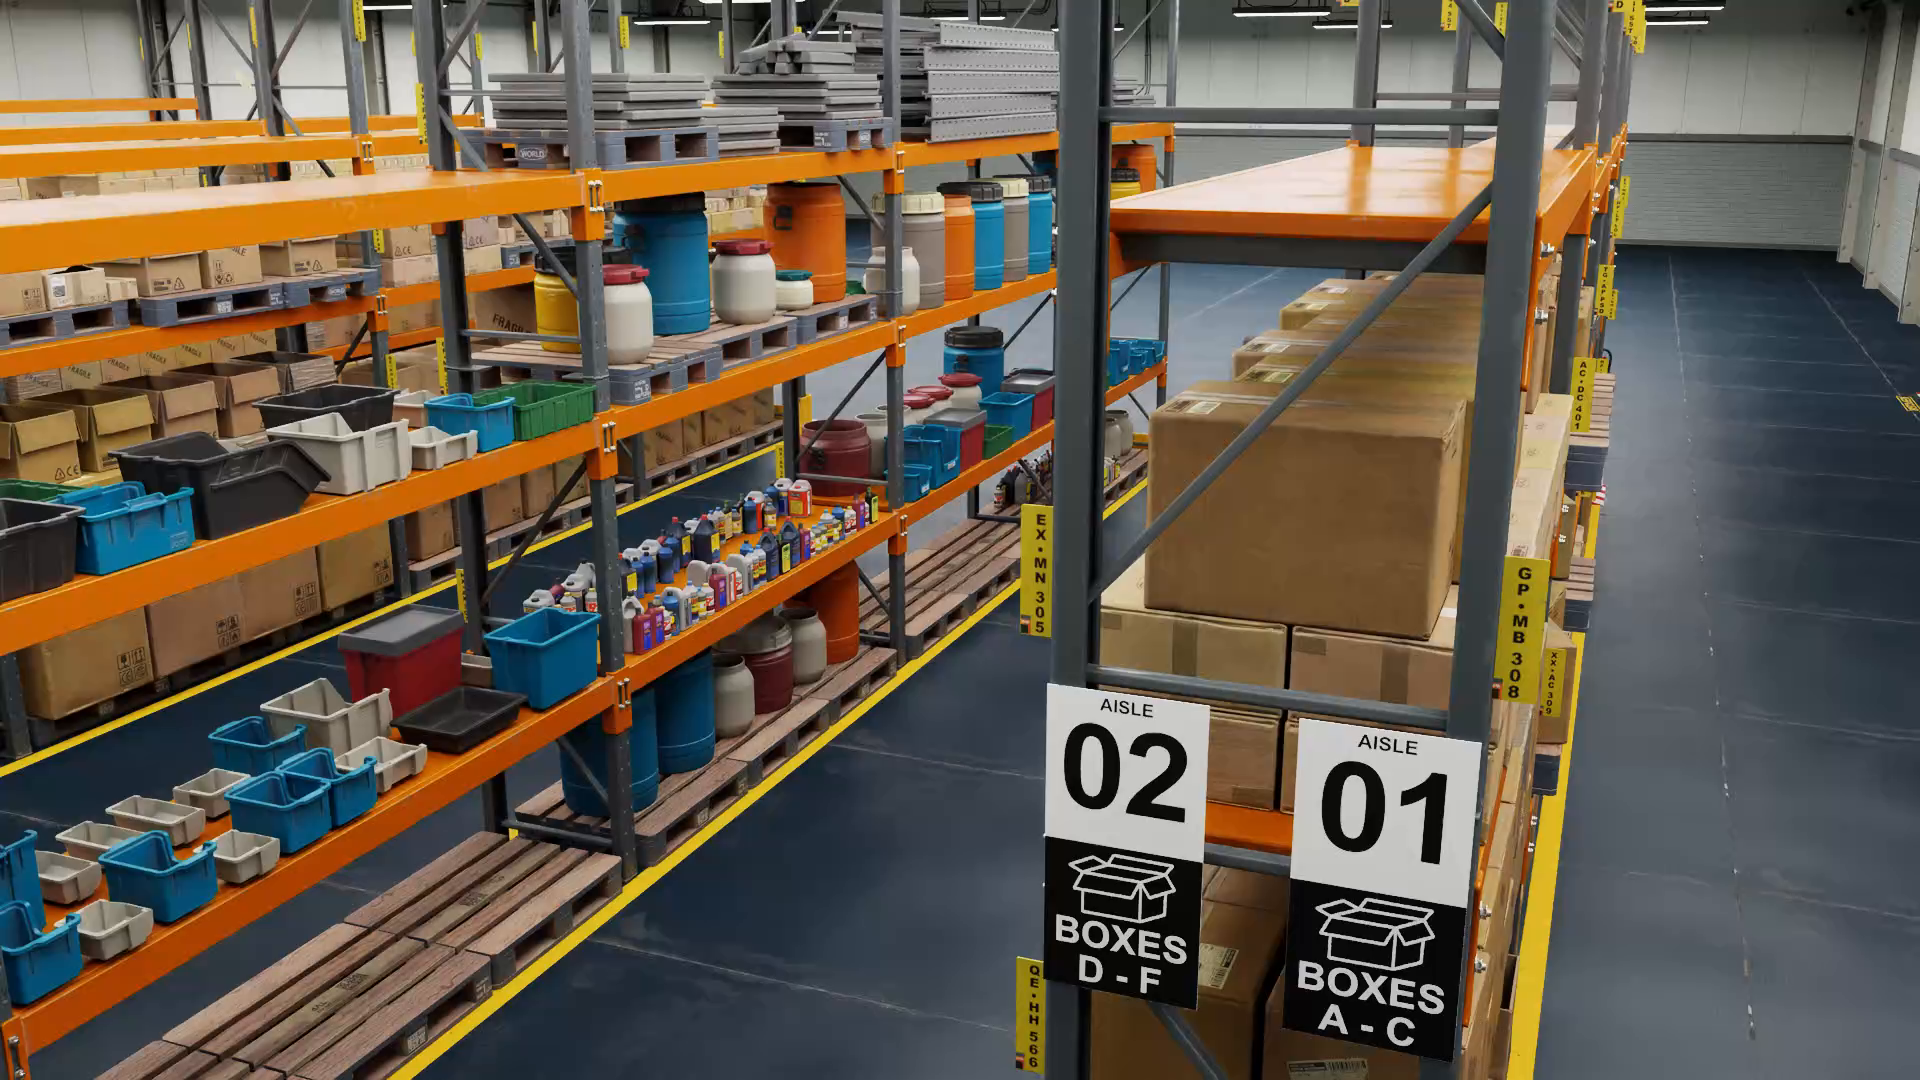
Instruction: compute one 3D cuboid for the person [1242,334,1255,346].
[{"bbox_3d":[3.584,-1.790,20.590,0.426,1.538,0.922,5,16,19],"label":"person"}]
